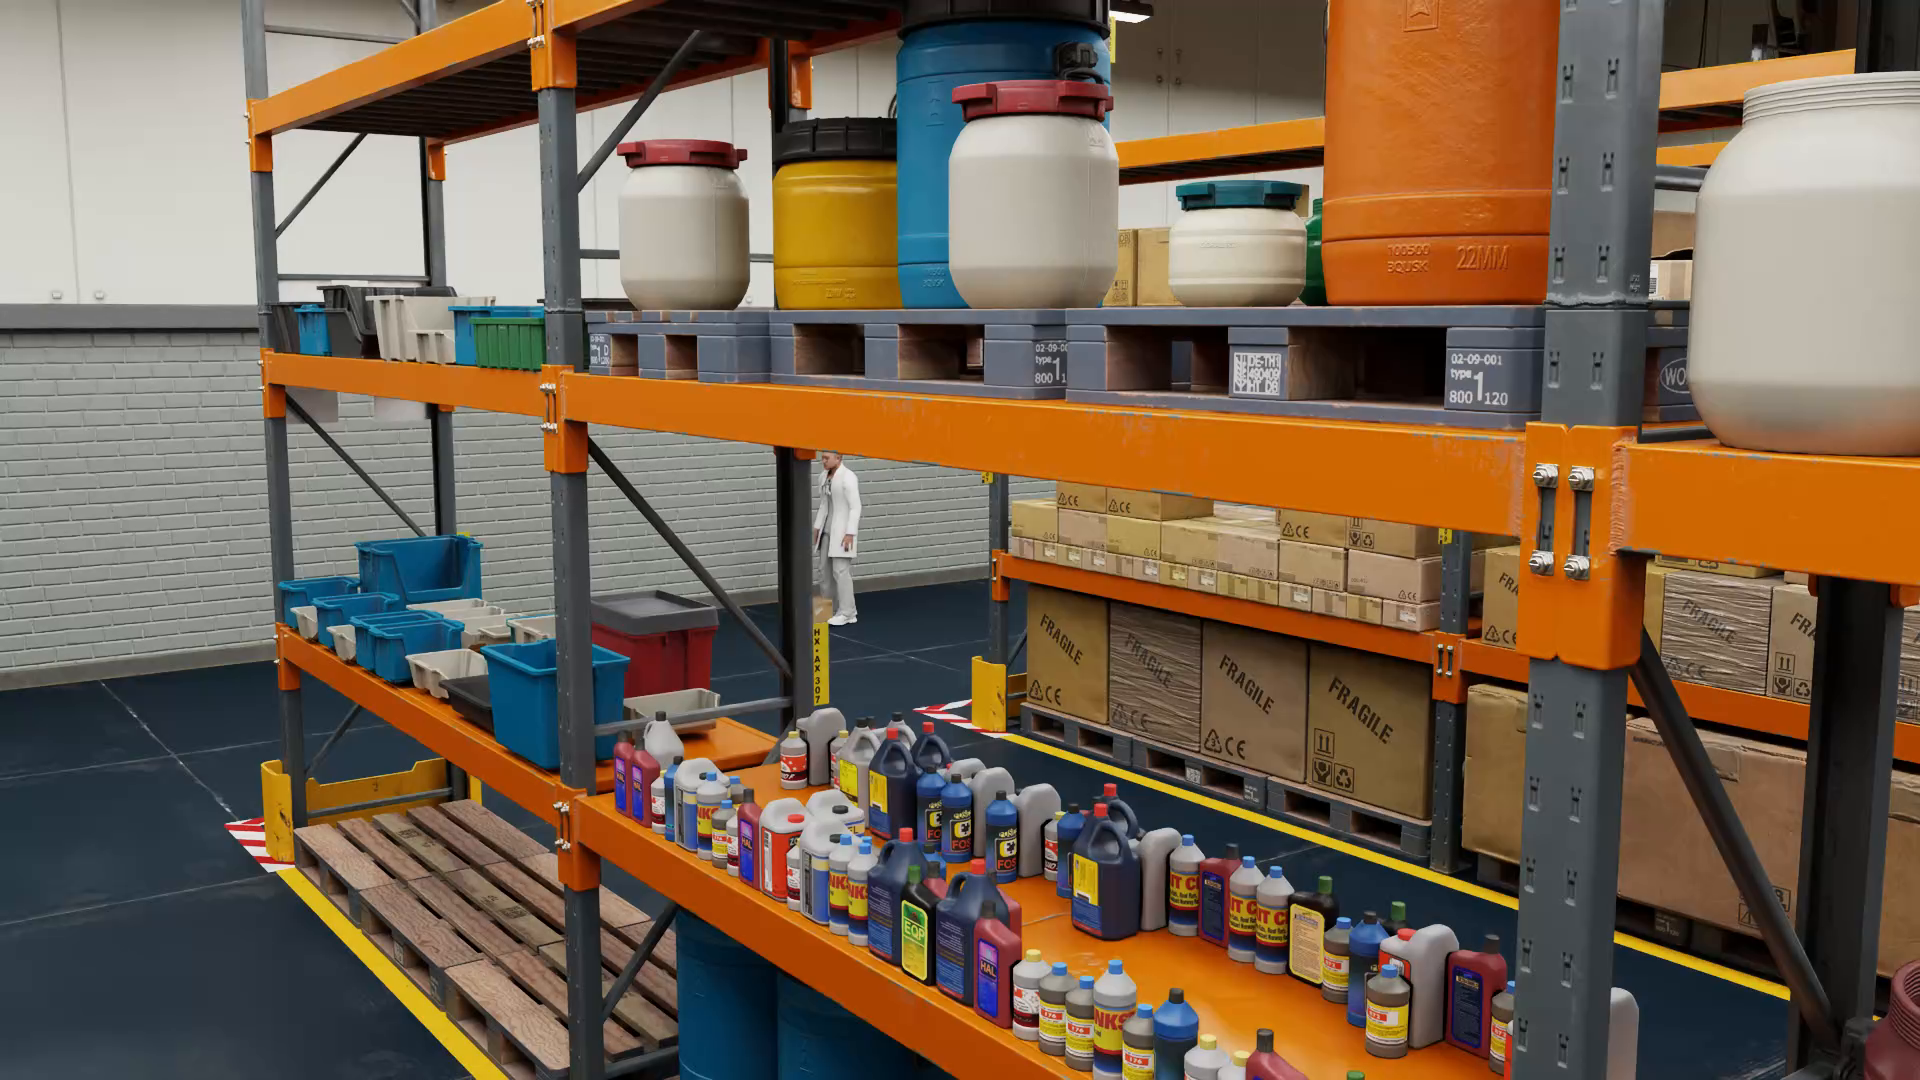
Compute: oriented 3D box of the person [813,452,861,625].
[{"bbox_3d":[-1.213,-0.065,16.342,0.415,1.774,0.655,-6,10,-37],"label":"person"}]
